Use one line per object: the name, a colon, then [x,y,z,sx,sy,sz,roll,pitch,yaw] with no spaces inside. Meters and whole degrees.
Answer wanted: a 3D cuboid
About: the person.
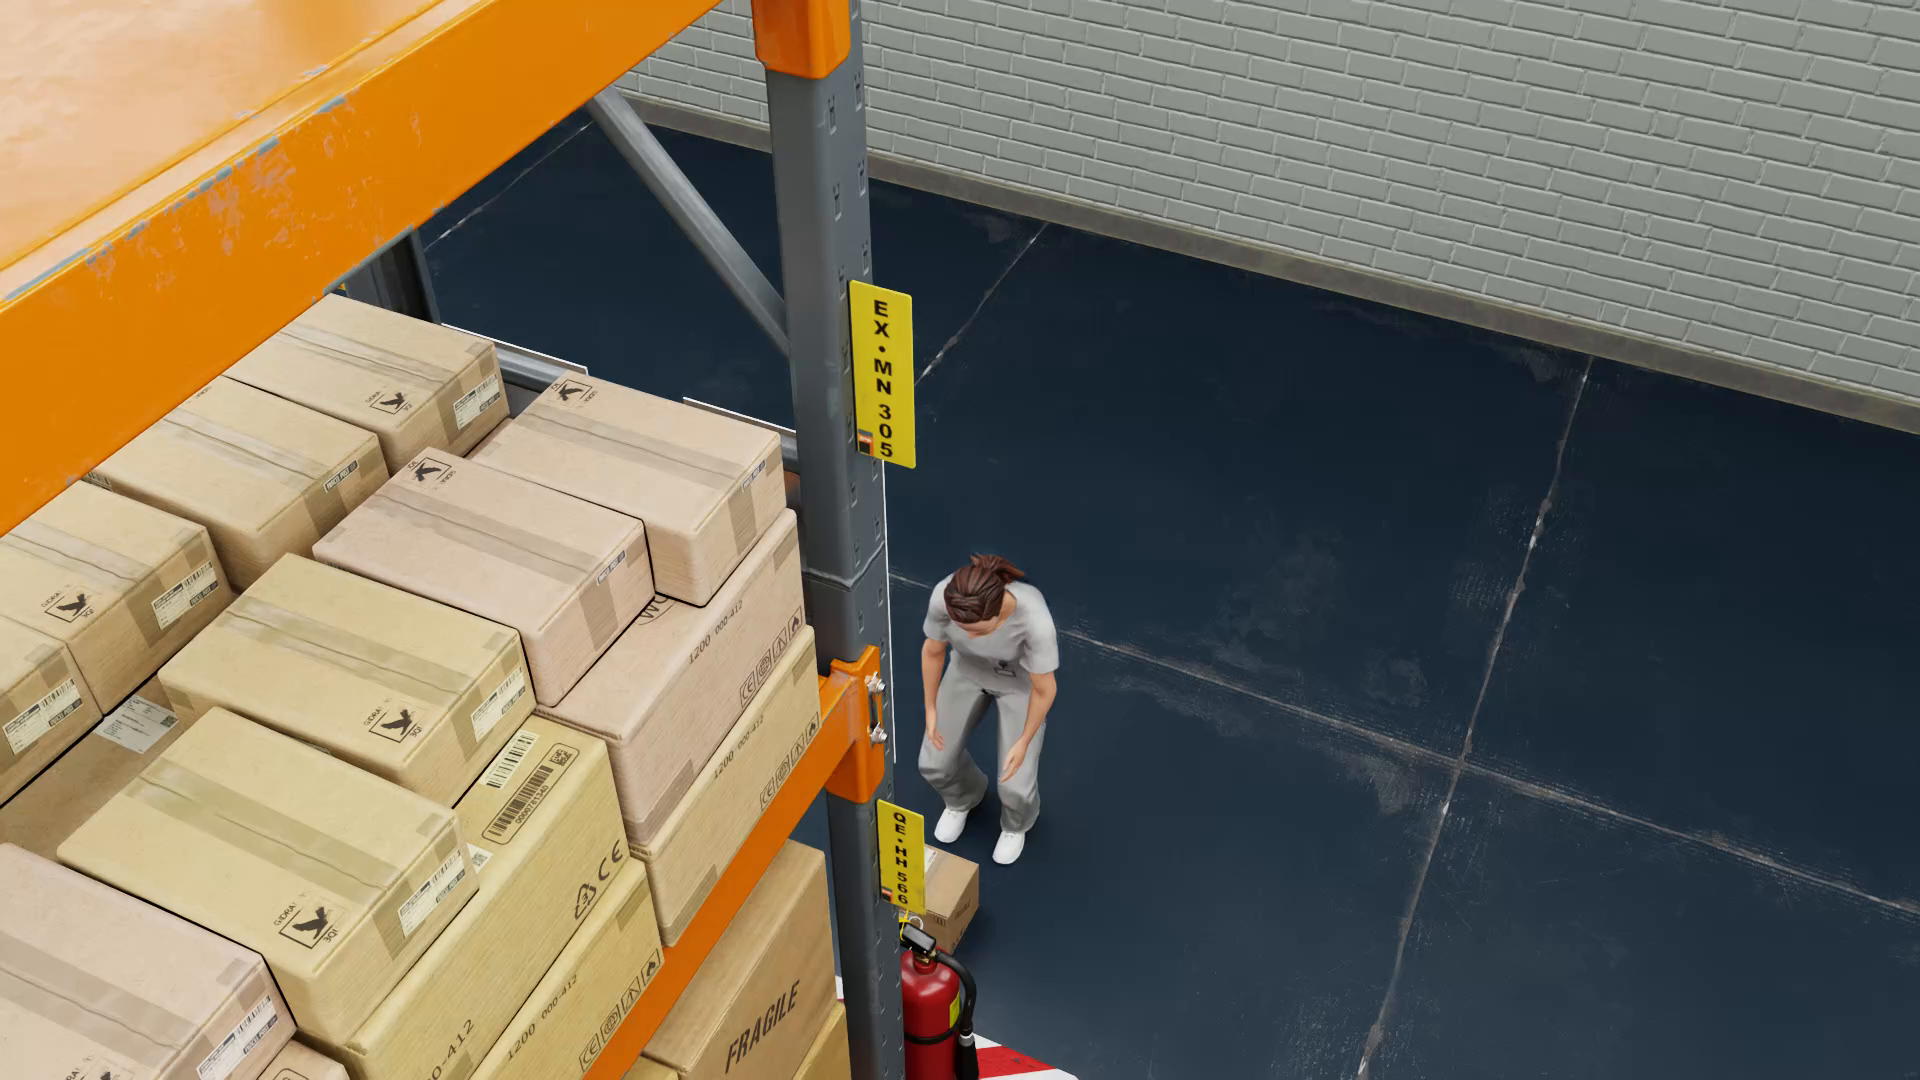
person: [0.115,0.549,5.696,0.486,1.493,0.554,18,45,19]
